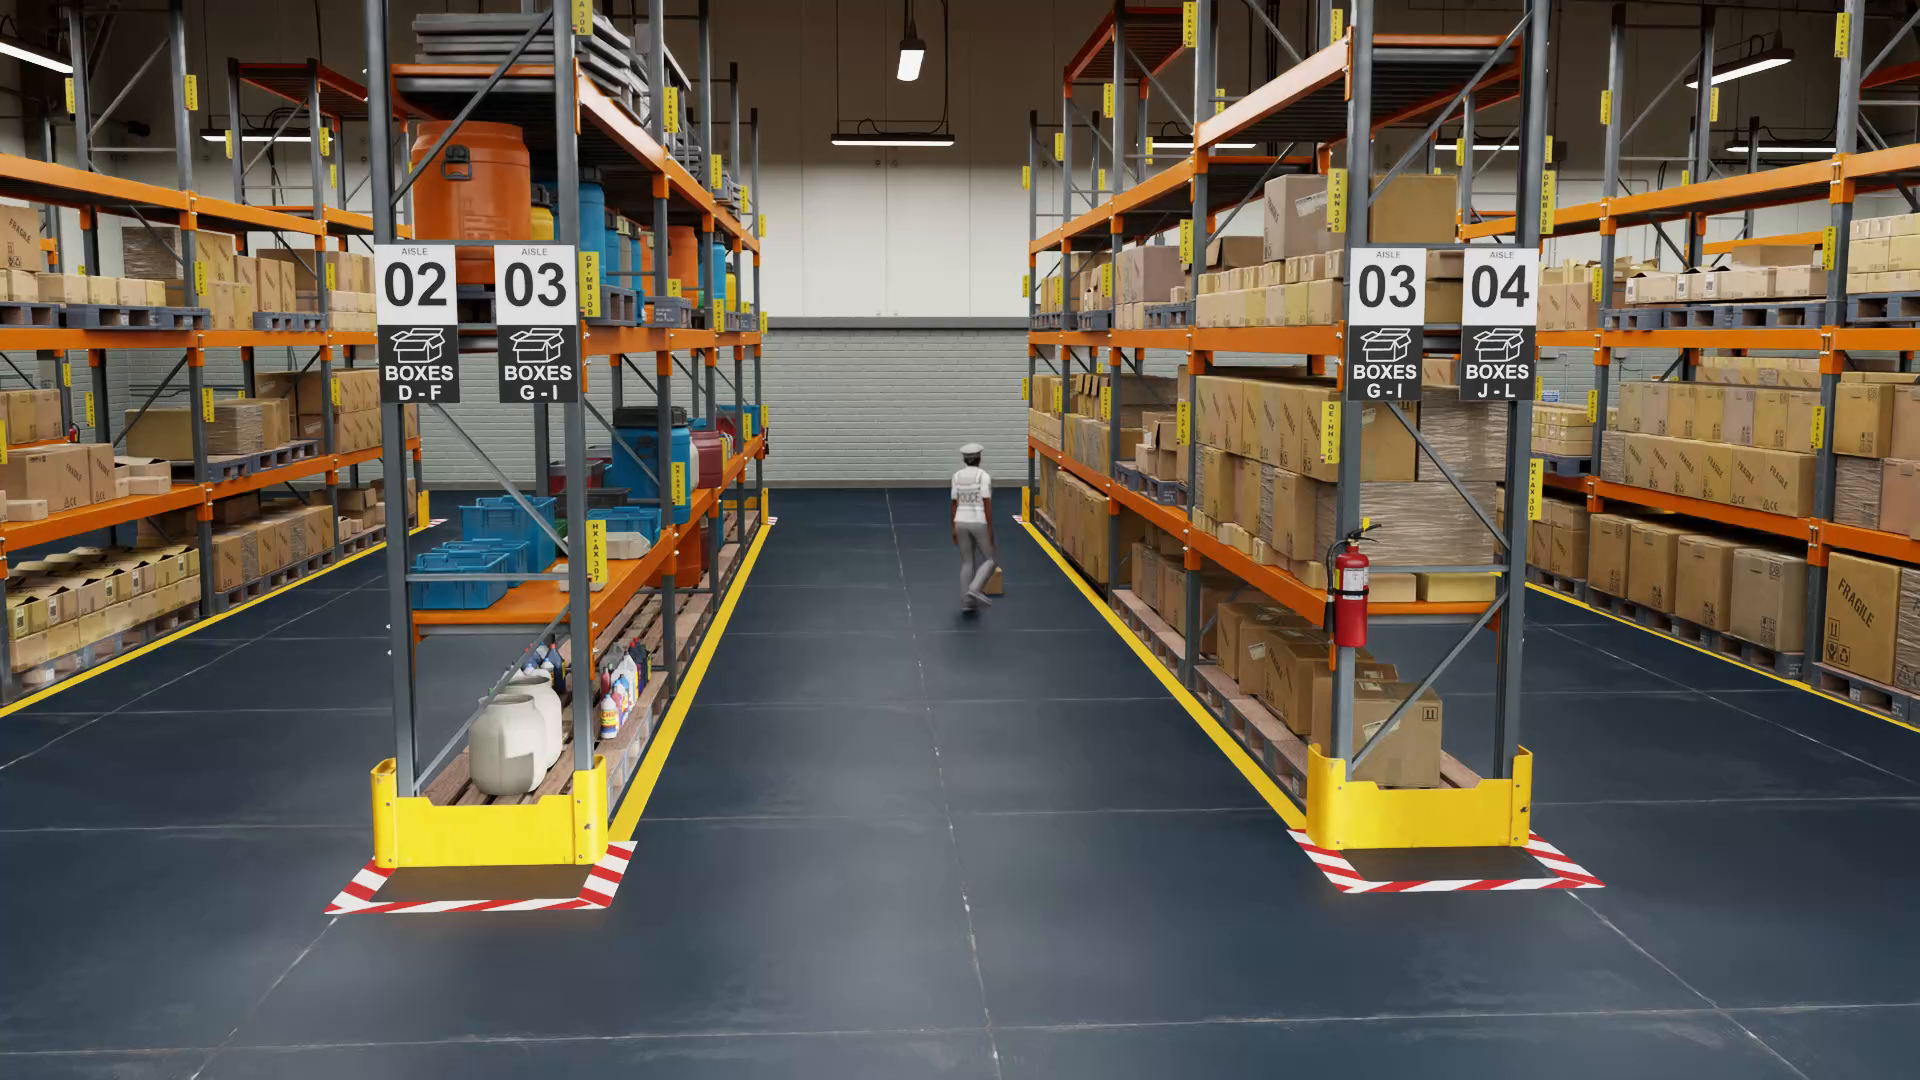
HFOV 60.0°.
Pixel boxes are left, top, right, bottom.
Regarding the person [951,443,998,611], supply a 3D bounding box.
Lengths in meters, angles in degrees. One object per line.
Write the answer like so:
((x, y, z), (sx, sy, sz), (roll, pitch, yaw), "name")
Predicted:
((0.123, -0.114, 16.593), (0.529, 1.669, 0.526), (4, 8, 27), "person")
